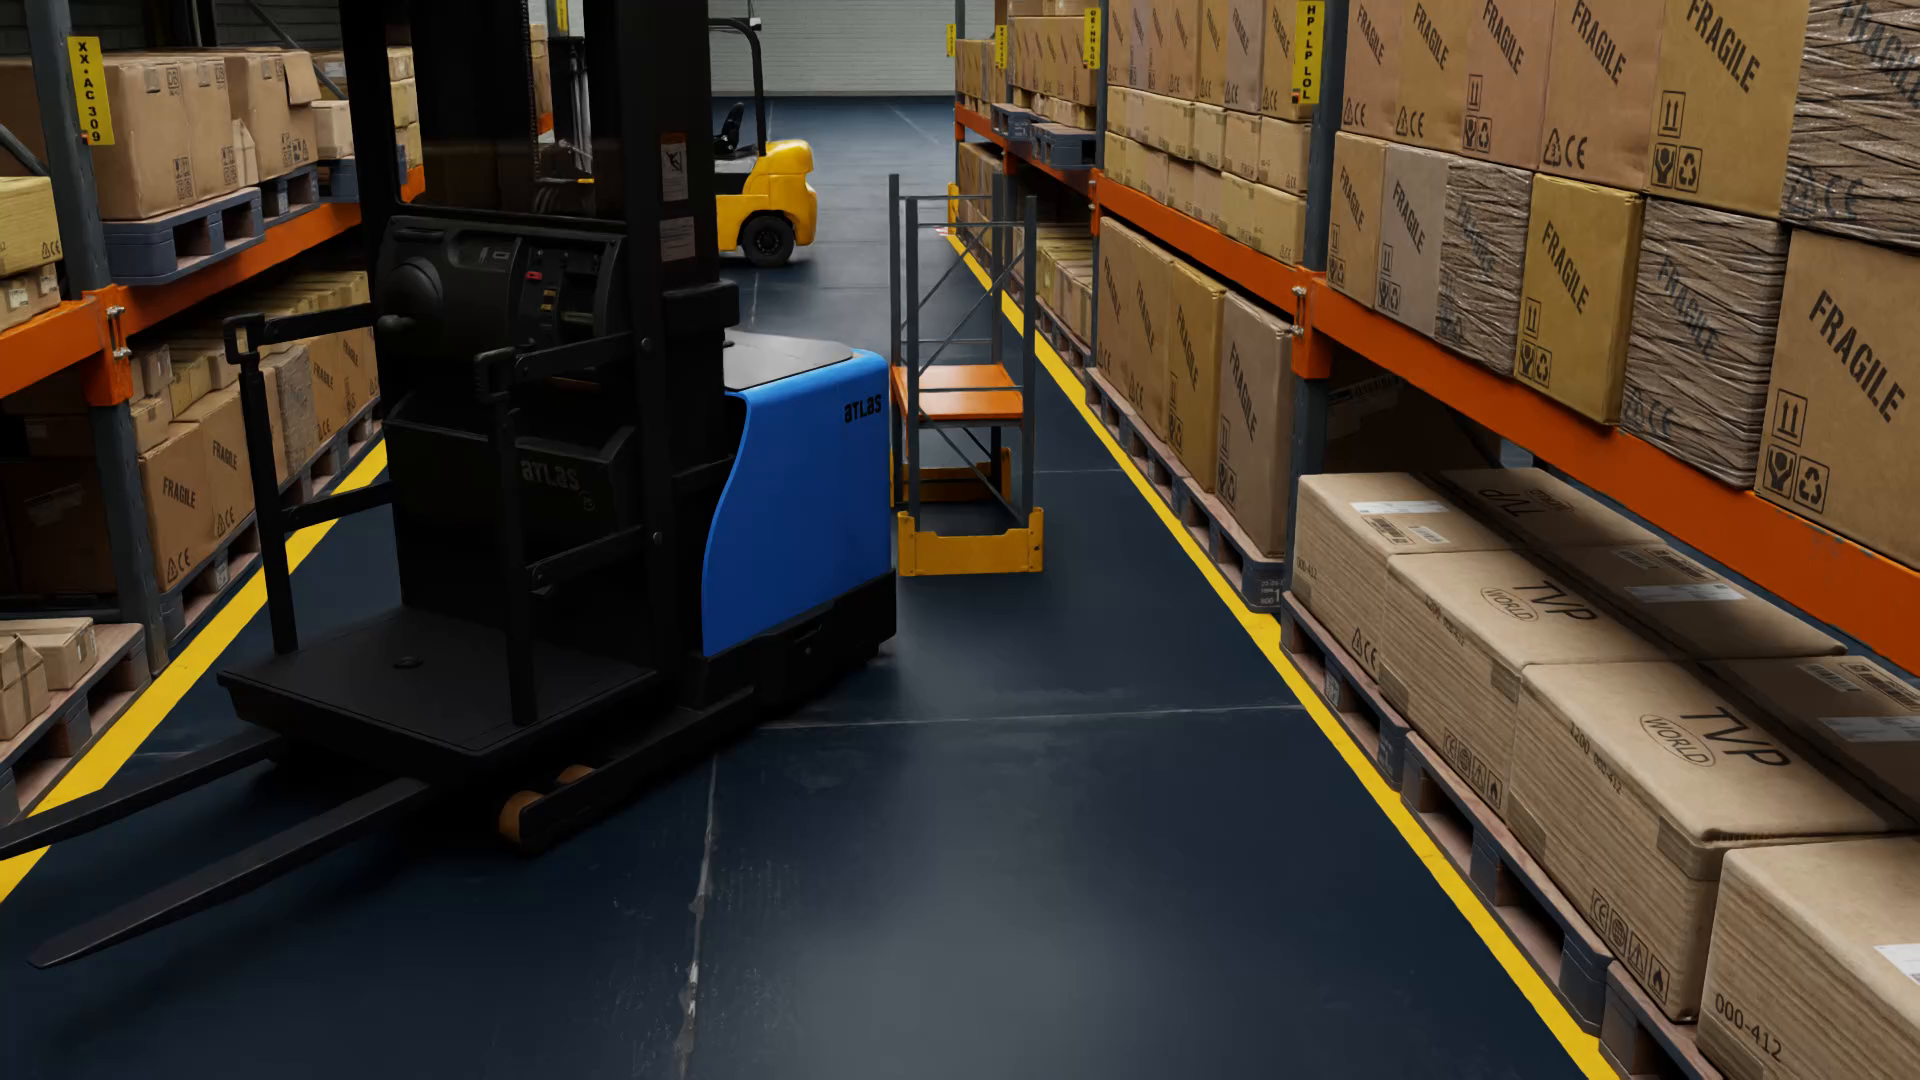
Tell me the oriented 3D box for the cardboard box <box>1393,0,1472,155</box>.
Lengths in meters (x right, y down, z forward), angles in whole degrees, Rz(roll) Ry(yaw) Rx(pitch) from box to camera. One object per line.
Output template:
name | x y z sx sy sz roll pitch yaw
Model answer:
cardboard box | 1.548 -1.342 4.607 0.500 0.500 0.500 -2 18 -6

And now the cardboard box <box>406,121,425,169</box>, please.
cardboard box | -3.505 -2.372 9.976 0.500 0.250 0.500 -2 18 -7

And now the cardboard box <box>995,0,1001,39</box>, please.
cardboard box | 0.726 -5.213 16.442 0.700 0.500 0.500 -2 18 -7

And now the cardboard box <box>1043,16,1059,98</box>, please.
cardboard box | 0.841 -3.130 10.773 0.500 0.500 0.500 -3 18 -9

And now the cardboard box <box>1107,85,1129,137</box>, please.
cardboard box | 1.088 -2.317 8.965 0.500 0.250 0.500 -2 18 -6

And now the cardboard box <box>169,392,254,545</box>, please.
cardboard box | -3.134 -0.280 6.532 0.500 0.500 0.500 -2 18 -6

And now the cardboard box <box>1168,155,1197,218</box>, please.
cardboard box | 1.255 -1.628 7.604 0.500 0.250 0.500 -2 18 -6

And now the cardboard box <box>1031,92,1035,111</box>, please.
cardboard box | 0.719 -3.172 11.991 0.380 0.149 0.250 -2 17 -5

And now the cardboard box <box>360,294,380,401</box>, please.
cardboard box | -3.398 -1.043 8.962 0.500 0.500 0.500 -1 17 -4

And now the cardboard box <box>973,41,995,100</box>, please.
cardboard box | 0.400 -4.275 15.122 0.500 0.500 0.500 -2 18 -7

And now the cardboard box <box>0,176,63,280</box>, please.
cardboard box | -2.948 -0.889 4.754 0.500 0.250 0.500 -1 17 -4

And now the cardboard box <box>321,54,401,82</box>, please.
cardboard box | -3.424 -2.695 9.503 0.380 0.149 0.250 -1 17 -4

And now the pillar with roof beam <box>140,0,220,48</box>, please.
pillar with roof beam | -0.404 -5.510 9.705 9.100 9.000 0.400 -2 18 -6

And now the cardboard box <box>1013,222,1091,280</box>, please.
cardboard box | 0.925 -2.291 13.152 0.950 0.372 0.625 -2 17 -5

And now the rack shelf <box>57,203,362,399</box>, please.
rack shelf | -3.449 -1.215 7.241 1.077 0.370 4.000 -2 18 -6

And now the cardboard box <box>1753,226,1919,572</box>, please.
cardboard box | 1.757 -0.258 2.826 0.500 0.500 0.500 -2 18 -7

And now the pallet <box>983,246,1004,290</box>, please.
pallet | 0.764 -2.369 14.371 1.003 0.211 1.213 -2 18 -6

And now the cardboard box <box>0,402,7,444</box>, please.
cardboard box | -3.568 -0.380 5.770 0.380 0.149 0.250 -2 18 -8

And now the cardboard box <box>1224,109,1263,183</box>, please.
cardboard box | 1.348 -1.556 6.543 0.500 0.250 0.500 -1 17 -4

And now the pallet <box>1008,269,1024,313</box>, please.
pallet | 0.951 -1.938 12.998 1.003 0.211 1.213 -2 18 -6

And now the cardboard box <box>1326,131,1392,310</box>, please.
cardboard box | 1.482 -1.017 5.241 0.500 0.500 0.500 -1 17 -4

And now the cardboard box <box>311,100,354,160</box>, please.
cardboard box | -3.225 -1.979 8.021 0.500 0.250 0.500 -3 18 -8

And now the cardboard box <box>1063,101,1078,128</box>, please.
cardboard box | 0.843 -2.631 10.268 0.380 0.149 0.250 -2 18 -6

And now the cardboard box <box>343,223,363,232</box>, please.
cardboard box | -3.851 -1.803 11.175 0.875 0.625 0.625 -3 18 -8

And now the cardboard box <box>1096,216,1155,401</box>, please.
cardboard box | 1.270 -1.287 9.115 0.875 0.875 0.875 -2 18 -6

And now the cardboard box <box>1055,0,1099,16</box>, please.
cardboard box | 0.832 -3.487 10.828 0.380 0.149 0.250 -3 18 -8

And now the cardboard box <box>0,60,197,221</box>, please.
cardboard box | -3.070 -1.362 5.638 0.700 0.500 0.500 -1 17 -4

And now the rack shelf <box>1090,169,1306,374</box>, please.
rack shelf | 1.488 -1.370 7.733 1.077 0.370 4.000 -2 18 -6

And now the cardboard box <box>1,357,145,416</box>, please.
cardboard box | -3.075 -0.535 5.765 0.380 0.149 0.250 -2 18 -7

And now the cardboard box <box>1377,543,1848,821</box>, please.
cardboard box | 1.745 0.362 4.592 0.875 0.438 0.875 -2 18 -7

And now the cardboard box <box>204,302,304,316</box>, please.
cardboard box | -3.302 -1.018 7.800 0.380 0.149 0.250 -2 18 -6

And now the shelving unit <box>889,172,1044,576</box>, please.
shelving unit | -0.008 -0.738 7.025 0.587 1.500 1.083 -2 18 -6

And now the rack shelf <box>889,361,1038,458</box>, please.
rack shelf | -0.009 -0.569 7.087 0.538 0.185 1.000 -2 18 -6

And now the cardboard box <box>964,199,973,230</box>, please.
cardboard box | 0.310 -3.179 16.186 0.500 0.250 0.500 -1 17 -4

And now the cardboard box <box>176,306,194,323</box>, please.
cardboard box | -3.795 -0.995 7.727 0.380 0.149 0.250 -2 18 -7

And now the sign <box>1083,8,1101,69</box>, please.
sign | 0.743 -2.804 9.299 0.100 0.325 0.005 -2 18 -6

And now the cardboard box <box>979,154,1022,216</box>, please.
cardboard box | 0.433 -3.218 15.057 0.500 0.500 0.500 -1 17 -3

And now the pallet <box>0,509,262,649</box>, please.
pallet | -3.364 0.127 6.421 1.003 0.211 1.213 -2 18 -6

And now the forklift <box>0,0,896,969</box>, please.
forklift | -1.434 -0.713 4.555 1.130 2.935 3.031 11 20 30

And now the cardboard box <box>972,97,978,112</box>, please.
cardboard box | 0.313 -4.155 15.824 0.380 0.149 0.250 -1 17 -4

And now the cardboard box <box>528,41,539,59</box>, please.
cardboard box | -4.009 -4.419 14.994 0.380 0.149 0.250 -2 18 -5

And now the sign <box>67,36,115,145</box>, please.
sign | -2.704 -1.395 5.166 0.100 0.325 0.005 -2 18 -6

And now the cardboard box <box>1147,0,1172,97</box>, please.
cardboard box | 1.188 -2.377 7.904 0.500 0.500 0.500 -1 17 -4

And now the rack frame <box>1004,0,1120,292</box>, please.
rack frame | 0.869 -3.500 13.319 1.000 3.000 0.127 -2 18 -6

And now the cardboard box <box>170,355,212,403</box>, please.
cardboard box | -3.200 -0.632 6.572 0.380 0.149 0.250 -2 18 -7

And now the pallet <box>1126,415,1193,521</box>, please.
pallet | 1.410 -0.378 8.030 1.003 0.211 1.213 -2 18 -6
